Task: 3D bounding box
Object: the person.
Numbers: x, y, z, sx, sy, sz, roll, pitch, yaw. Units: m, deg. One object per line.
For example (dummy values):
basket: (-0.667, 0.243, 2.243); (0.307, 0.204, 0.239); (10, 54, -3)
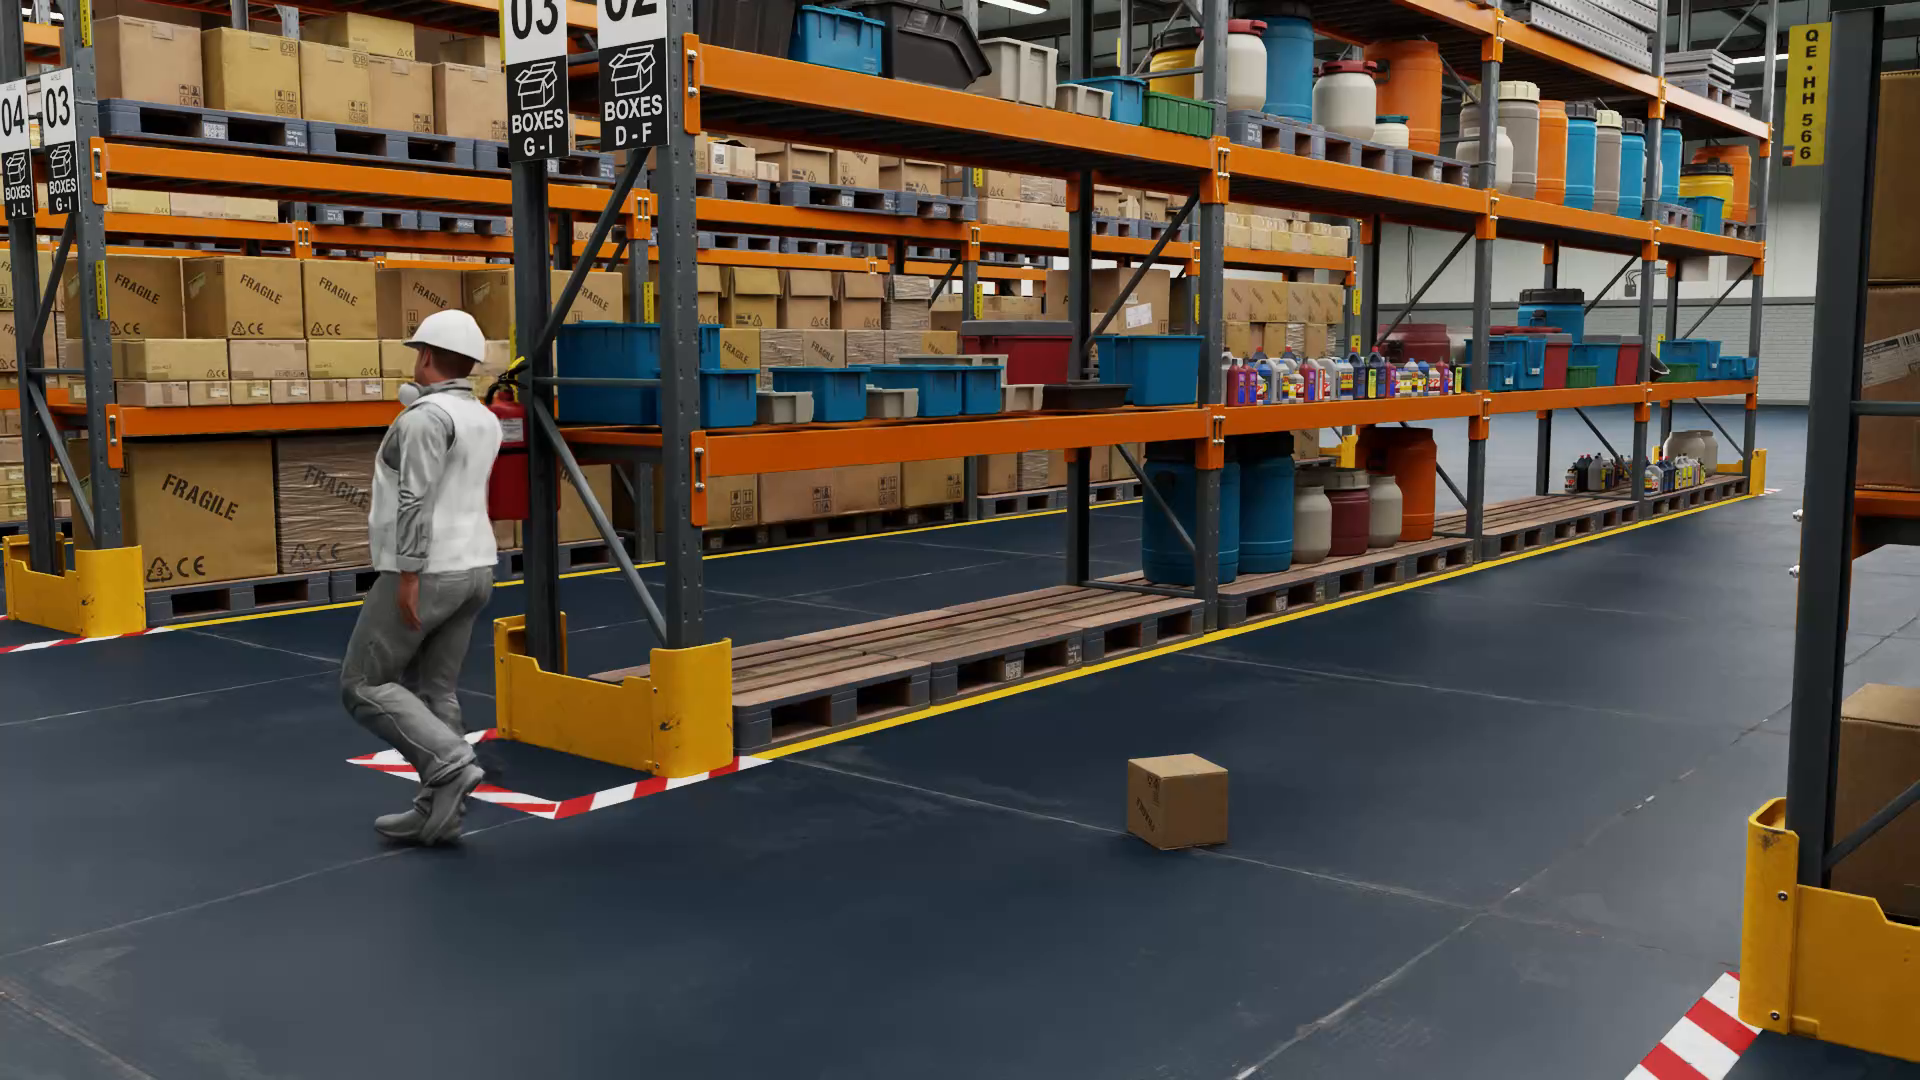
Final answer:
person: (-1.736, 0.115, 5.519); (0.492, 1.750, 0.572); (1, 7, 12)
